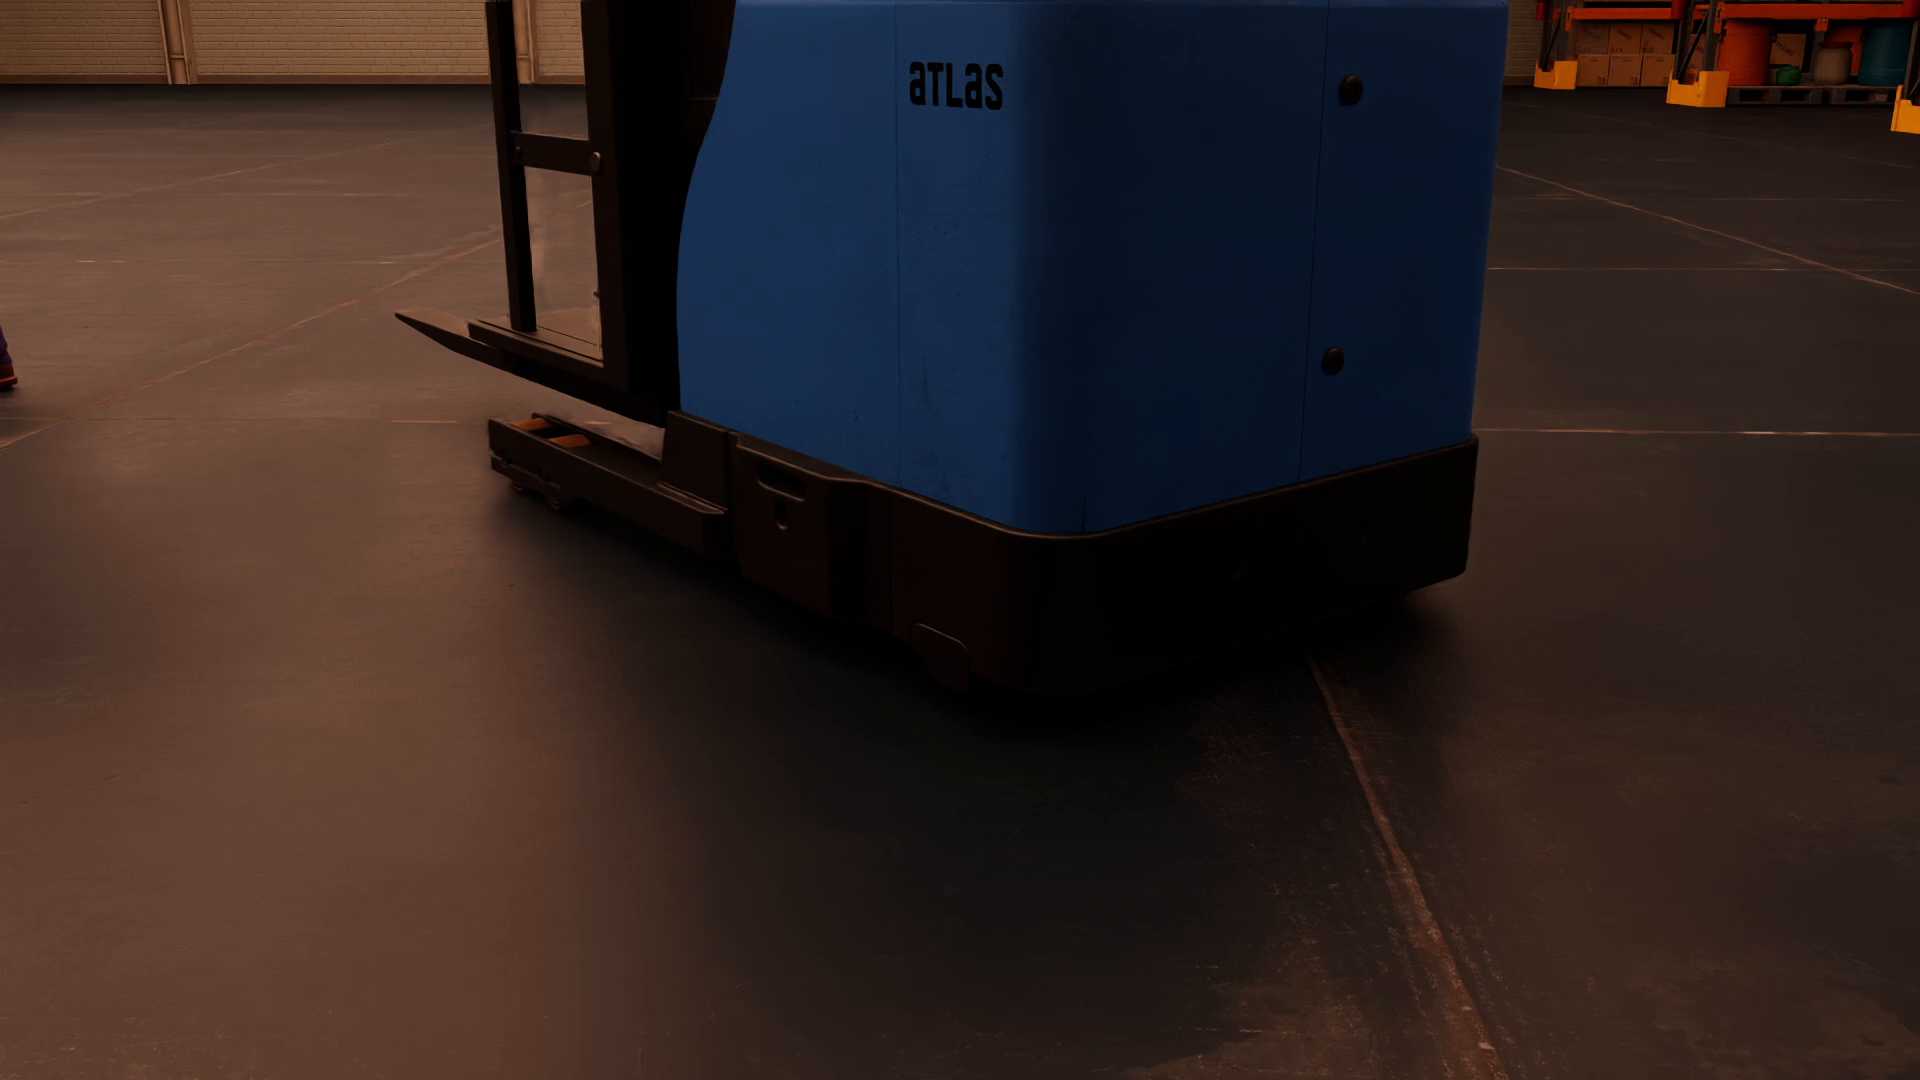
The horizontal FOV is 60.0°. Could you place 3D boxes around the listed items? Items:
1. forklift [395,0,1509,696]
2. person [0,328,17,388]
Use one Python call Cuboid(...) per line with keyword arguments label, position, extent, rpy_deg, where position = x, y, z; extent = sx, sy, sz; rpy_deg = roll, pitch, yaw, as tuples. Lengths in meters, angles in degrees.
Cuboid(label="forklift", position=(-0.398, -1.541, 3.392), extent=(1.130, 2.935, 3.031), rpy_deg=(-13, 22, -36))
Cuboid(label="person", position=(-2.929, -1.183, 4.451), extent=(0.465, 1.637, 0.596), rpy_deg=(1, 17, 2))
